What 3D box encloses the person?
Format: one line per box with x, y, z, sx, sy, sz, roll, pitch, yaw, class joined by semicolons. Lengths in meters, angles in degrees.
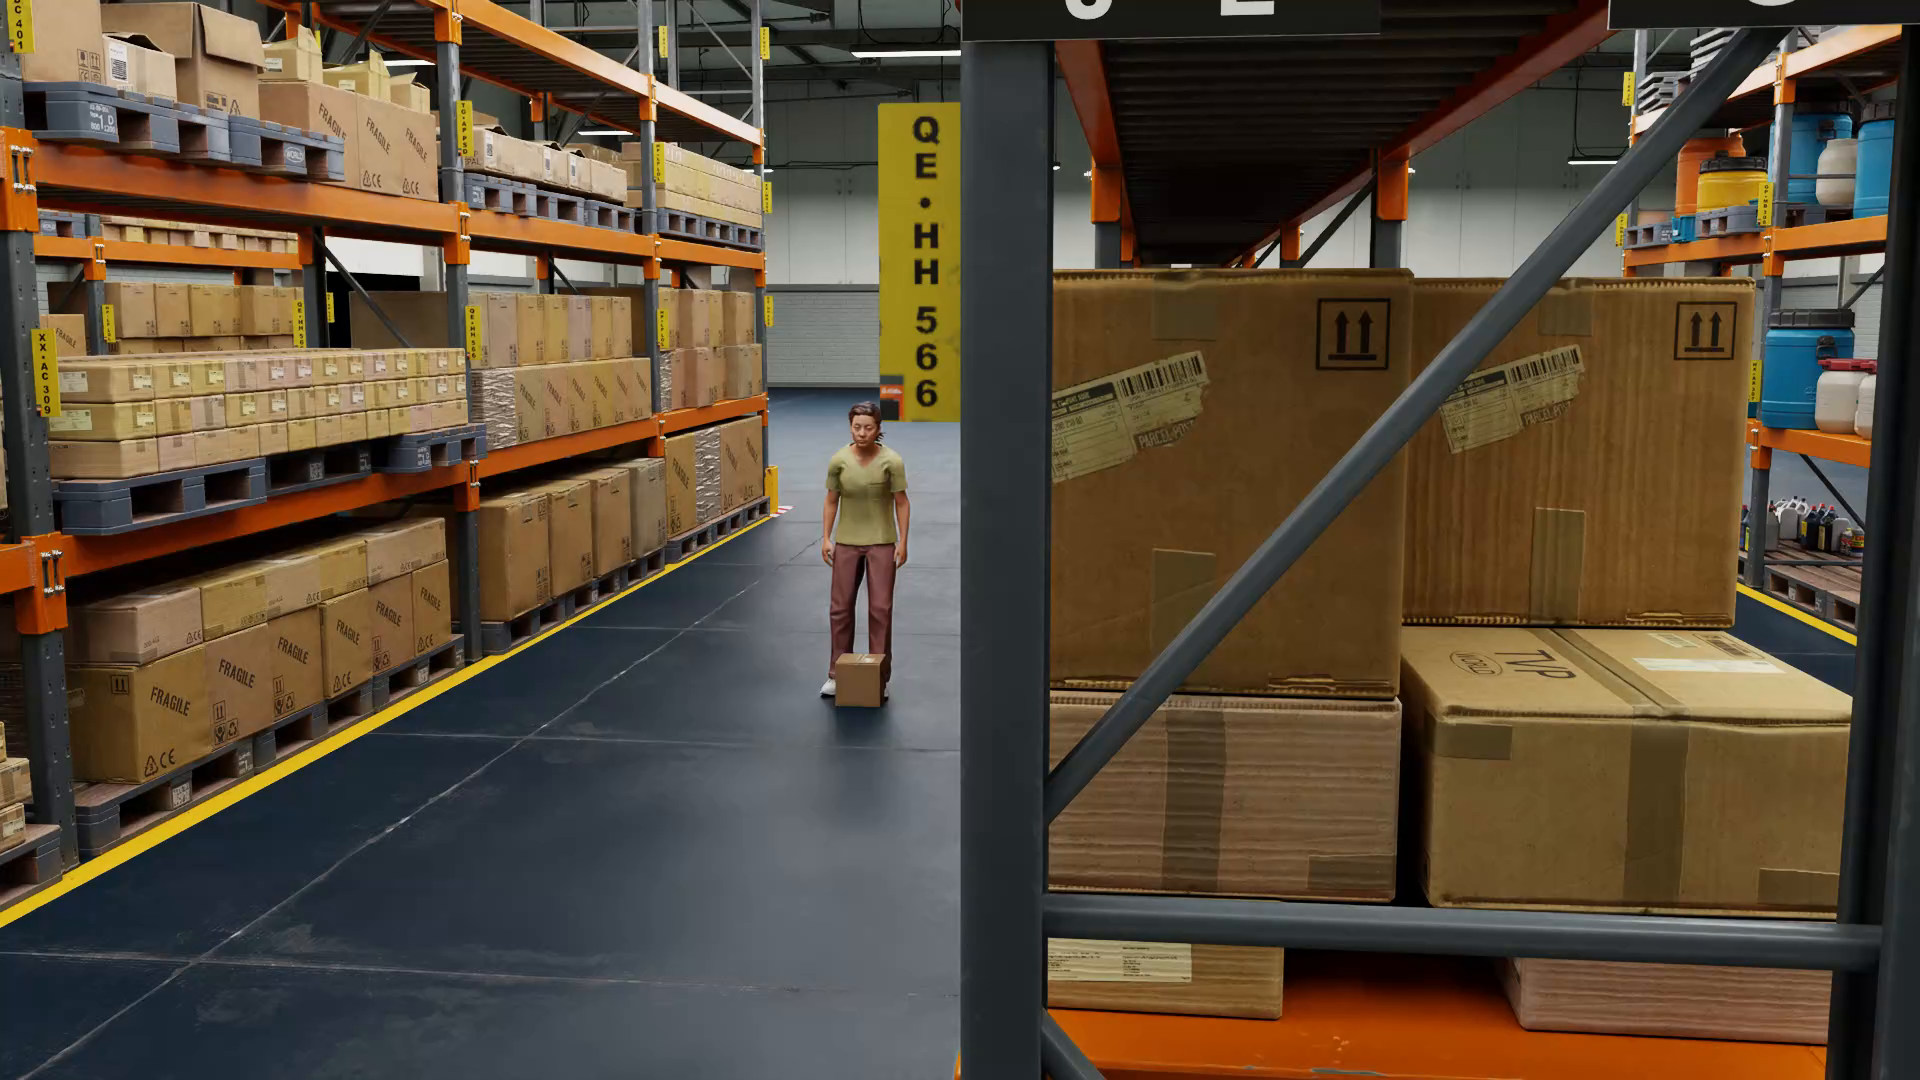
-0.542;0.049;9.434;0.499;1.673;0.405;1;8;7;person
